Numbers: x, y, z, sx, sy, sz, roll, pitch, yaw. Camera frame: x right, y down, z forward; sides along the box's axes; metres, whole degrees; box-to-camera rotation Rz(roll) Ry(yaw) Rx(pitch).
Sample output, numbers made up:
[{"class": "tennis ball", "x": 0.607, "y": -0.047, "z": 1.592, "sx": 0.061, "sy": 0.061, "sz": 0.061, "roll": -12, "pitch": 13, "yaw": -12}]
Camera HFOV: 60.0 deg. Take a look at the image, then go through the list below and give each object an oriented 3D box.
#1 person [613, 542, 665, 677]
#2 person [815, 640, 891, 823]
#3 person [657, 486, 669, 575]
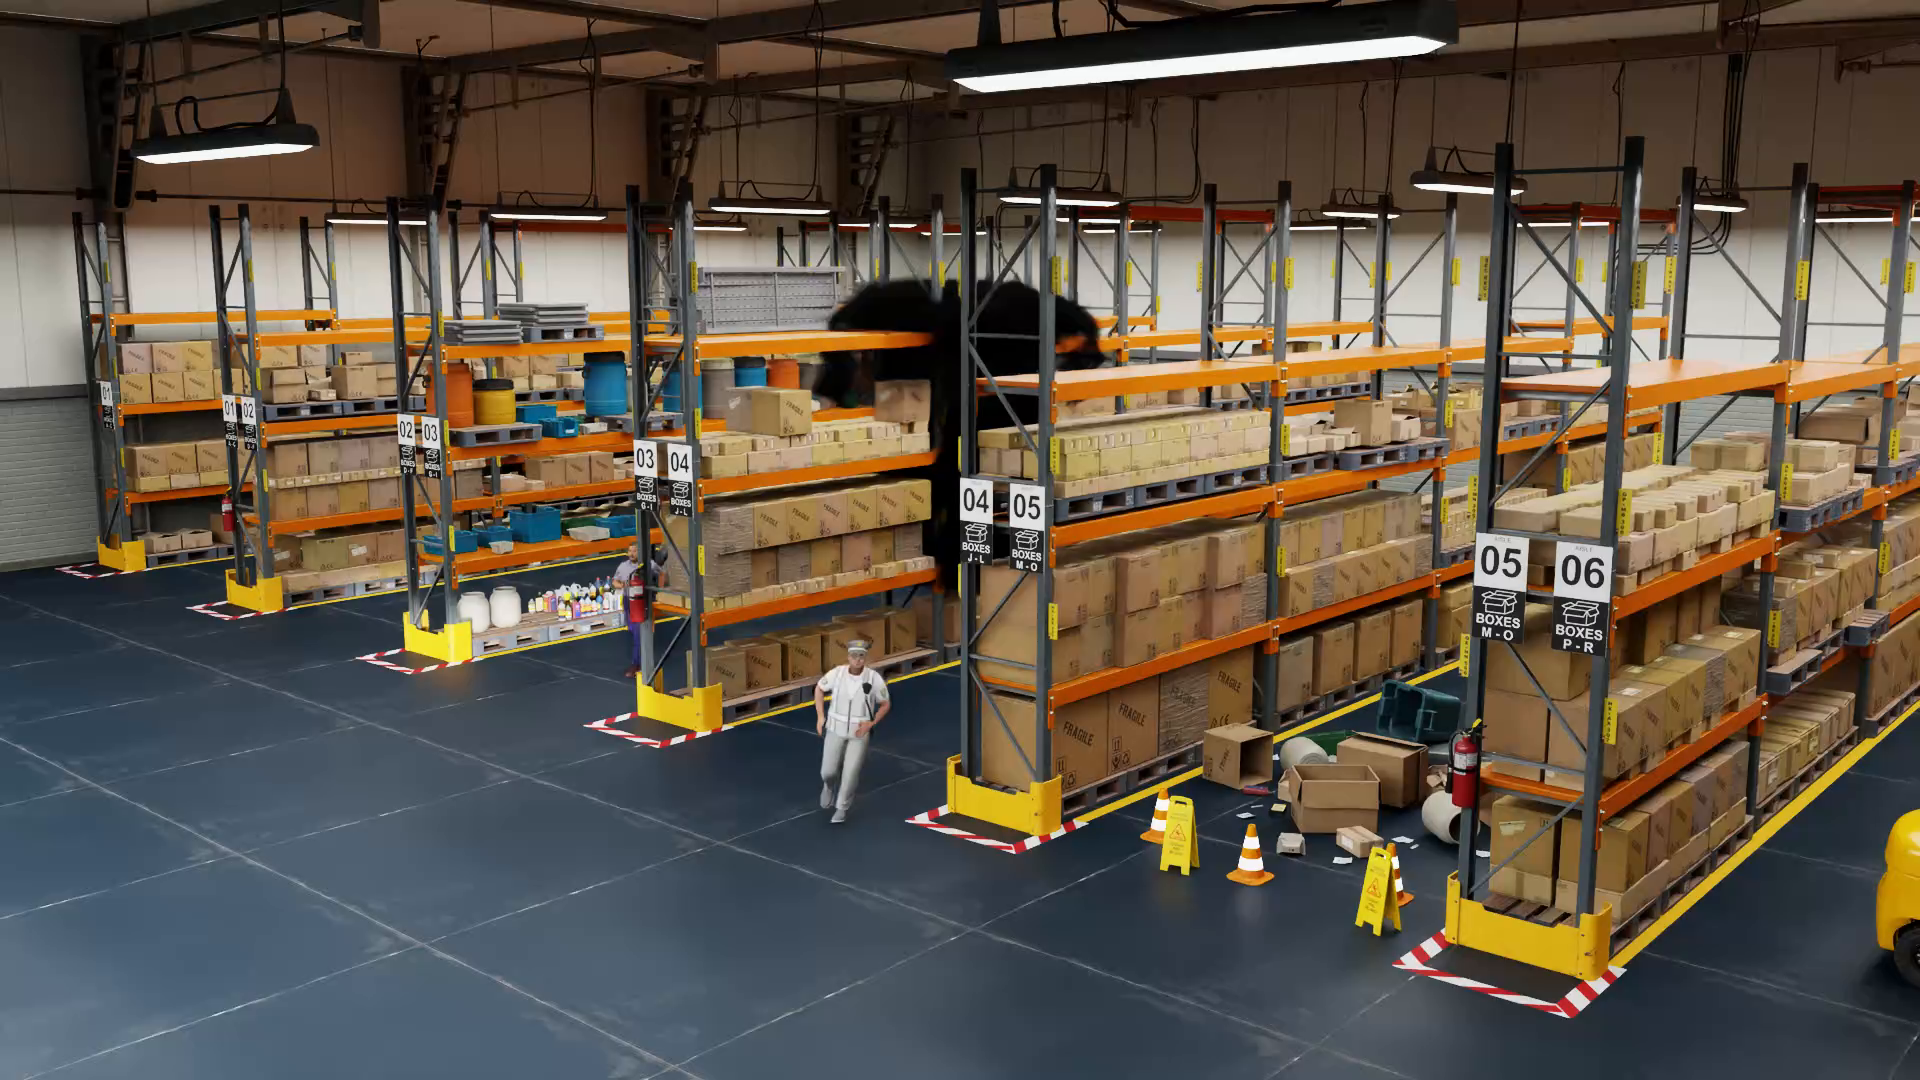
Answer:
[{"class": "person", "x": -4.093, "y": 0.832, "z": 21.178, "sx": 0.598, "sy": 1.652, "sz": 0.933, "roll": 2, "pitch": 10, "yaw": 14}, {"class": "person", "x": -1.003, "y": 1.764, "z": 15.516, "sx": 0.719, "sy": 1.728, "sz": 0.542, "roll": 0, "pitch": 9, "yaw": 0}, {"class": "person", "x": -4.853, "y": -0.258, "z": 27.815, "sx": 0.625, "sy": 1.648, "sz": 0.724, "roll": 6, "pitch": 11, "yaw": 32}]
